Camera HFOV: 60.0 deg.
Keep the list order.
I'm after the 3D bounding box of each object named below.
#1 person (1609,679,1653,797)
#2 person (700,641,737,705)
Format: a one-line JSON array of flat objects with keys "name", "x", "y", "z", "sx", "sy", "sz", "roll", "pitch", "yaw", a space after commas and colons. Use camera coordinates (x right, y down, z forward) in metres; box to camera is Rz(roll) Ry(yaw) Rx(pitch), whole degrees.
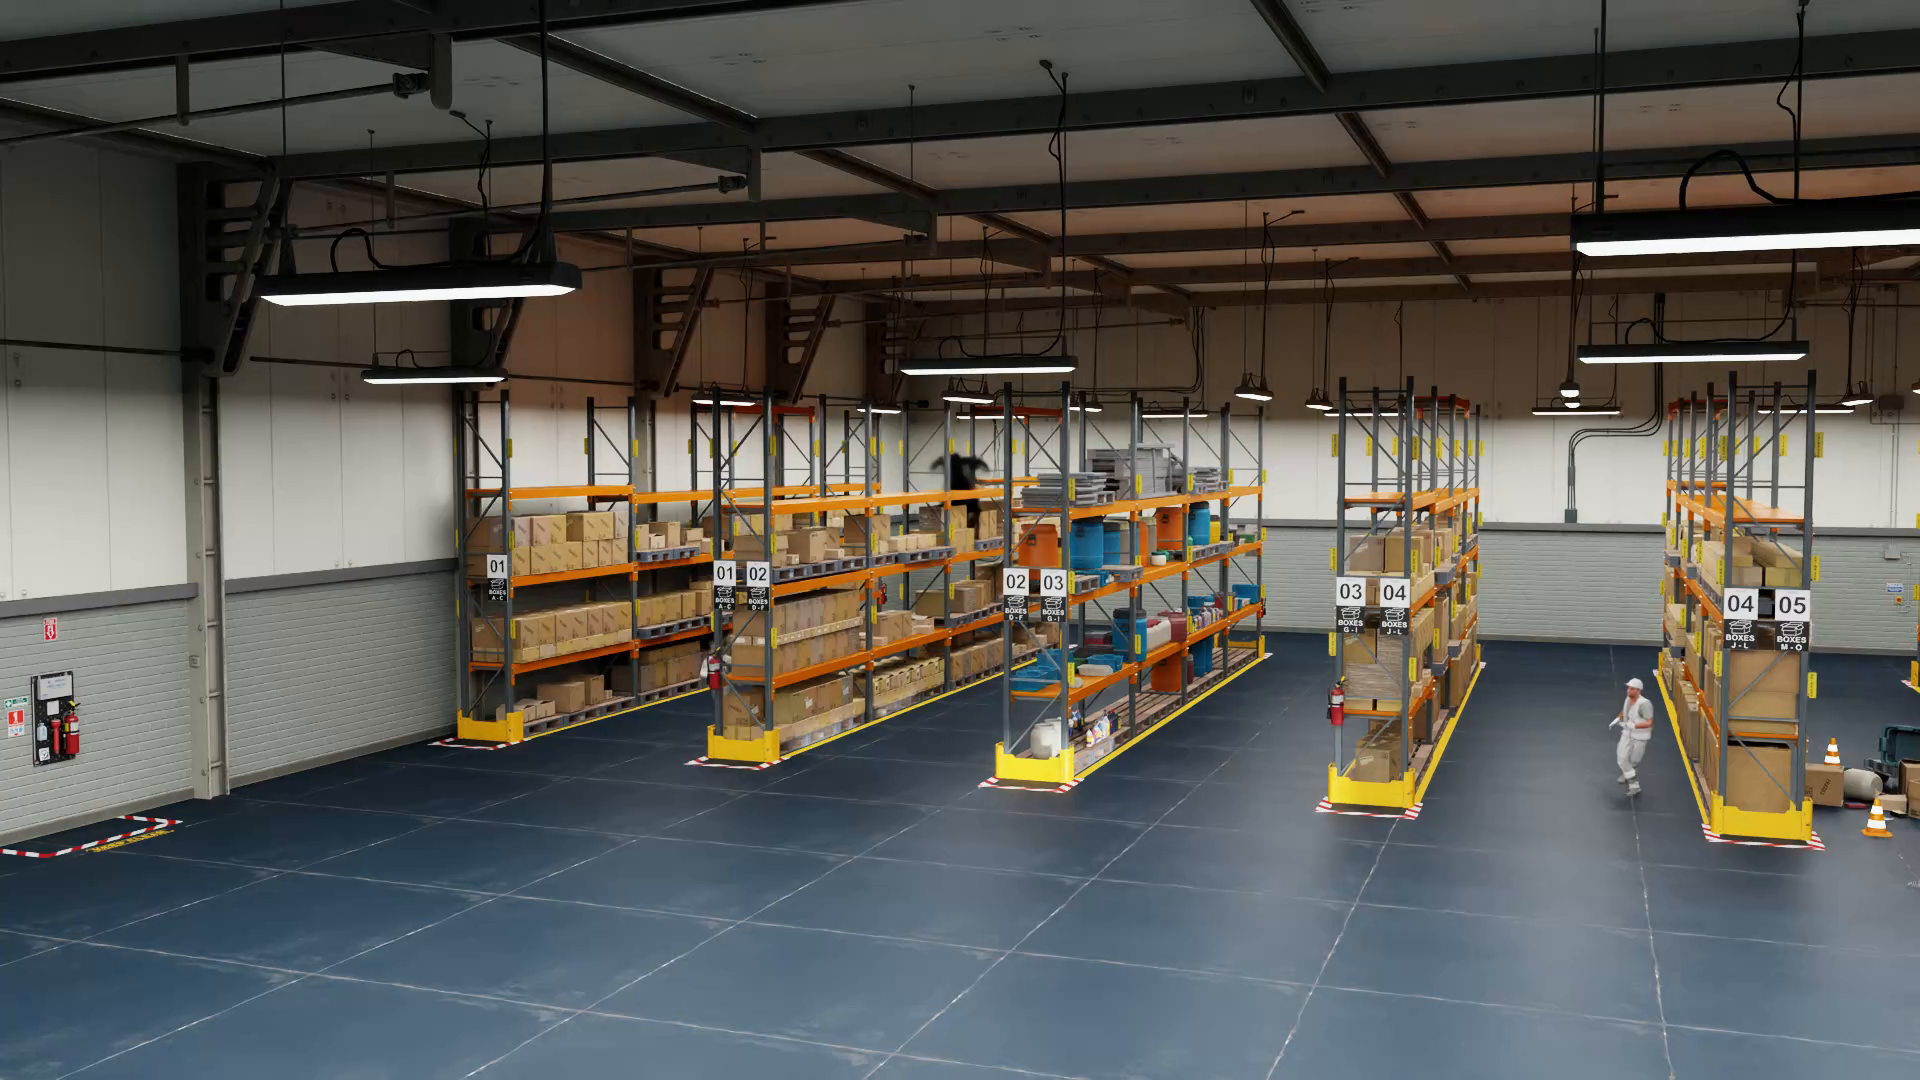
[{"name": "person", "x": 9.764, "y": 2.842, "z": 24.088, "sx": 0.698, "sy": 1.728, "sz": 0.786, "roll": -2, "pitch": 4, "yaw": -36}, {"name": "person", "x": -4.254, "y": 2.577, "z": 29.381, "sx": 0.601, "sy": 1.637, "sz": 0.933, "roll": 0, "pitch": 3, "yaw": 6}]
